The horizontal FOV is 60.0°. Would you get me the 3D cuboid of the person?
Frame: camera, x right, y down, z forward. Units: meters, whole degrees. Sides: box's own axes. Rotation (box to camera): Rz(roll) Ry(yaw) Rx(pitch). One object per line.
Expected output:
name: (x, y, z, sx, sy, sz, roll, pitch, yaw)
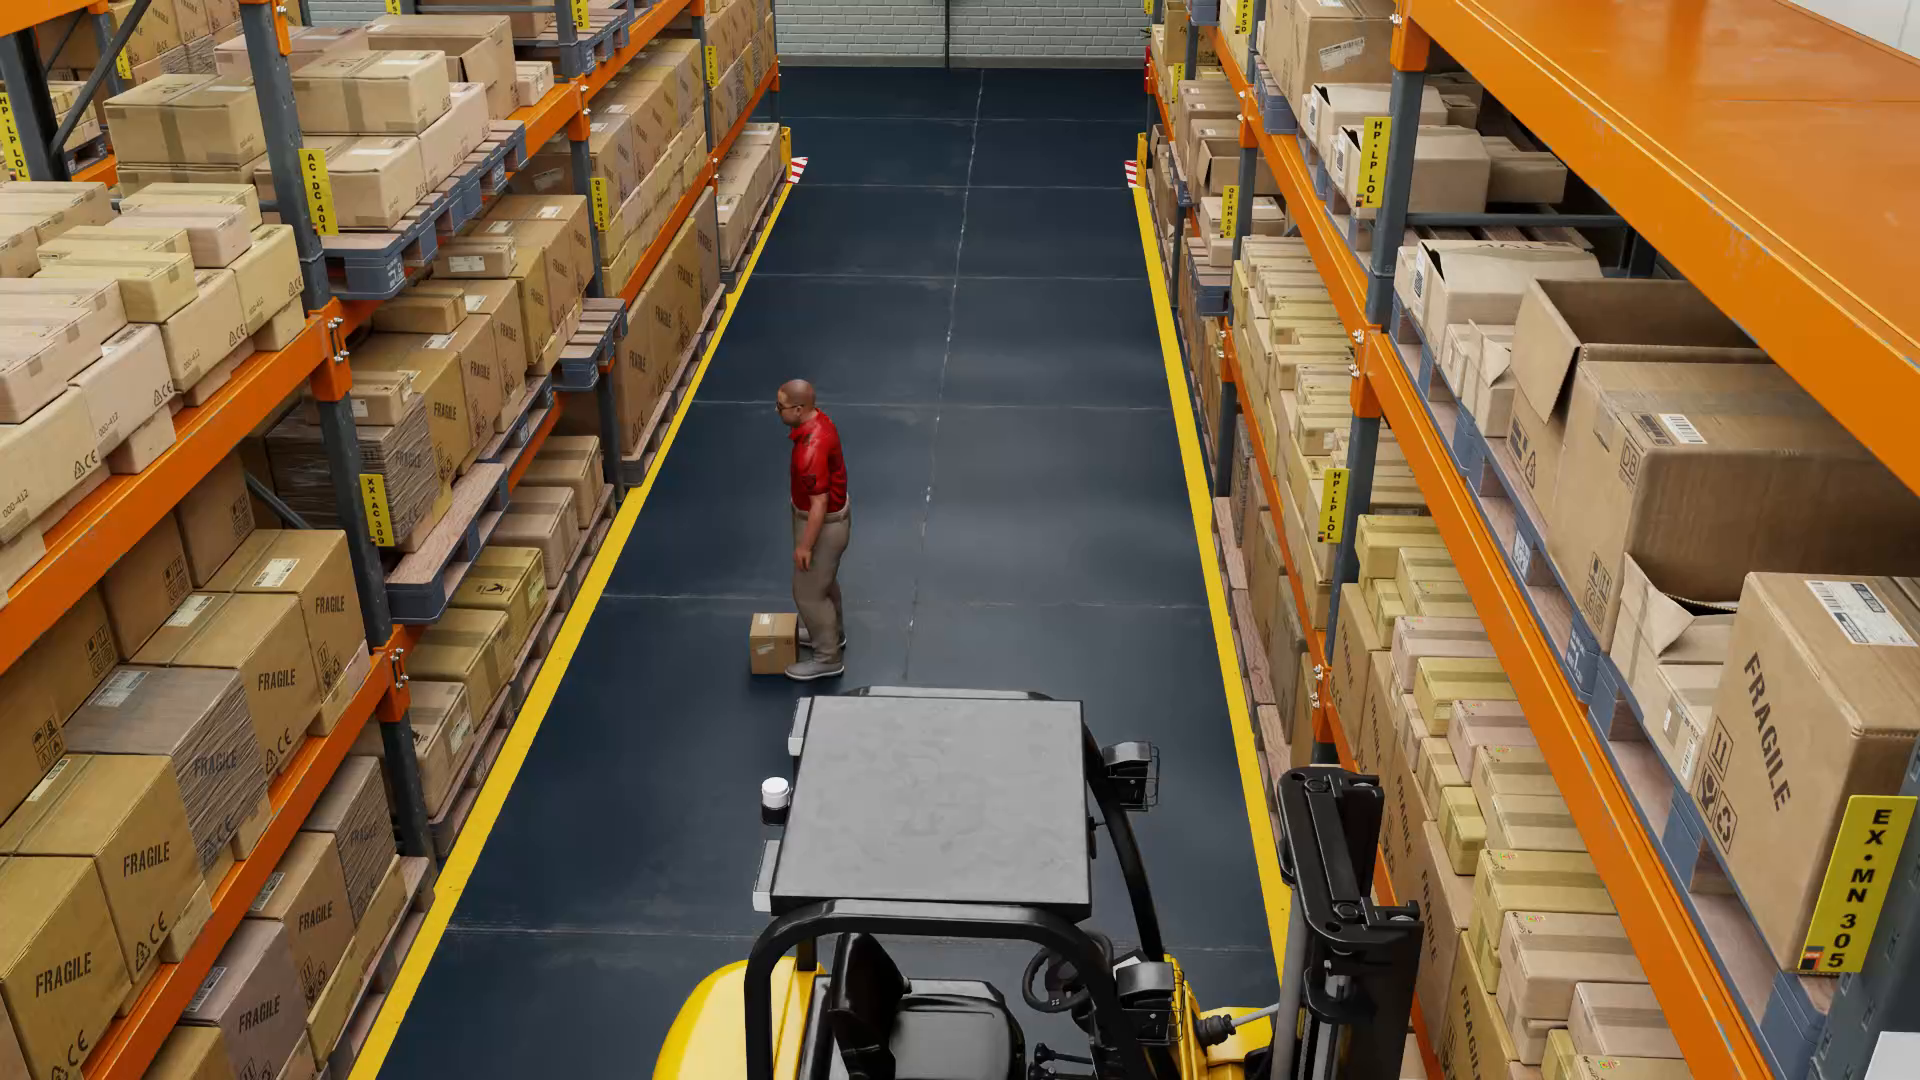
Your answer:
person: (-0.786, -0.072, 9.005, 0.384, 1.728, 0.603, 0, 28, 0)
